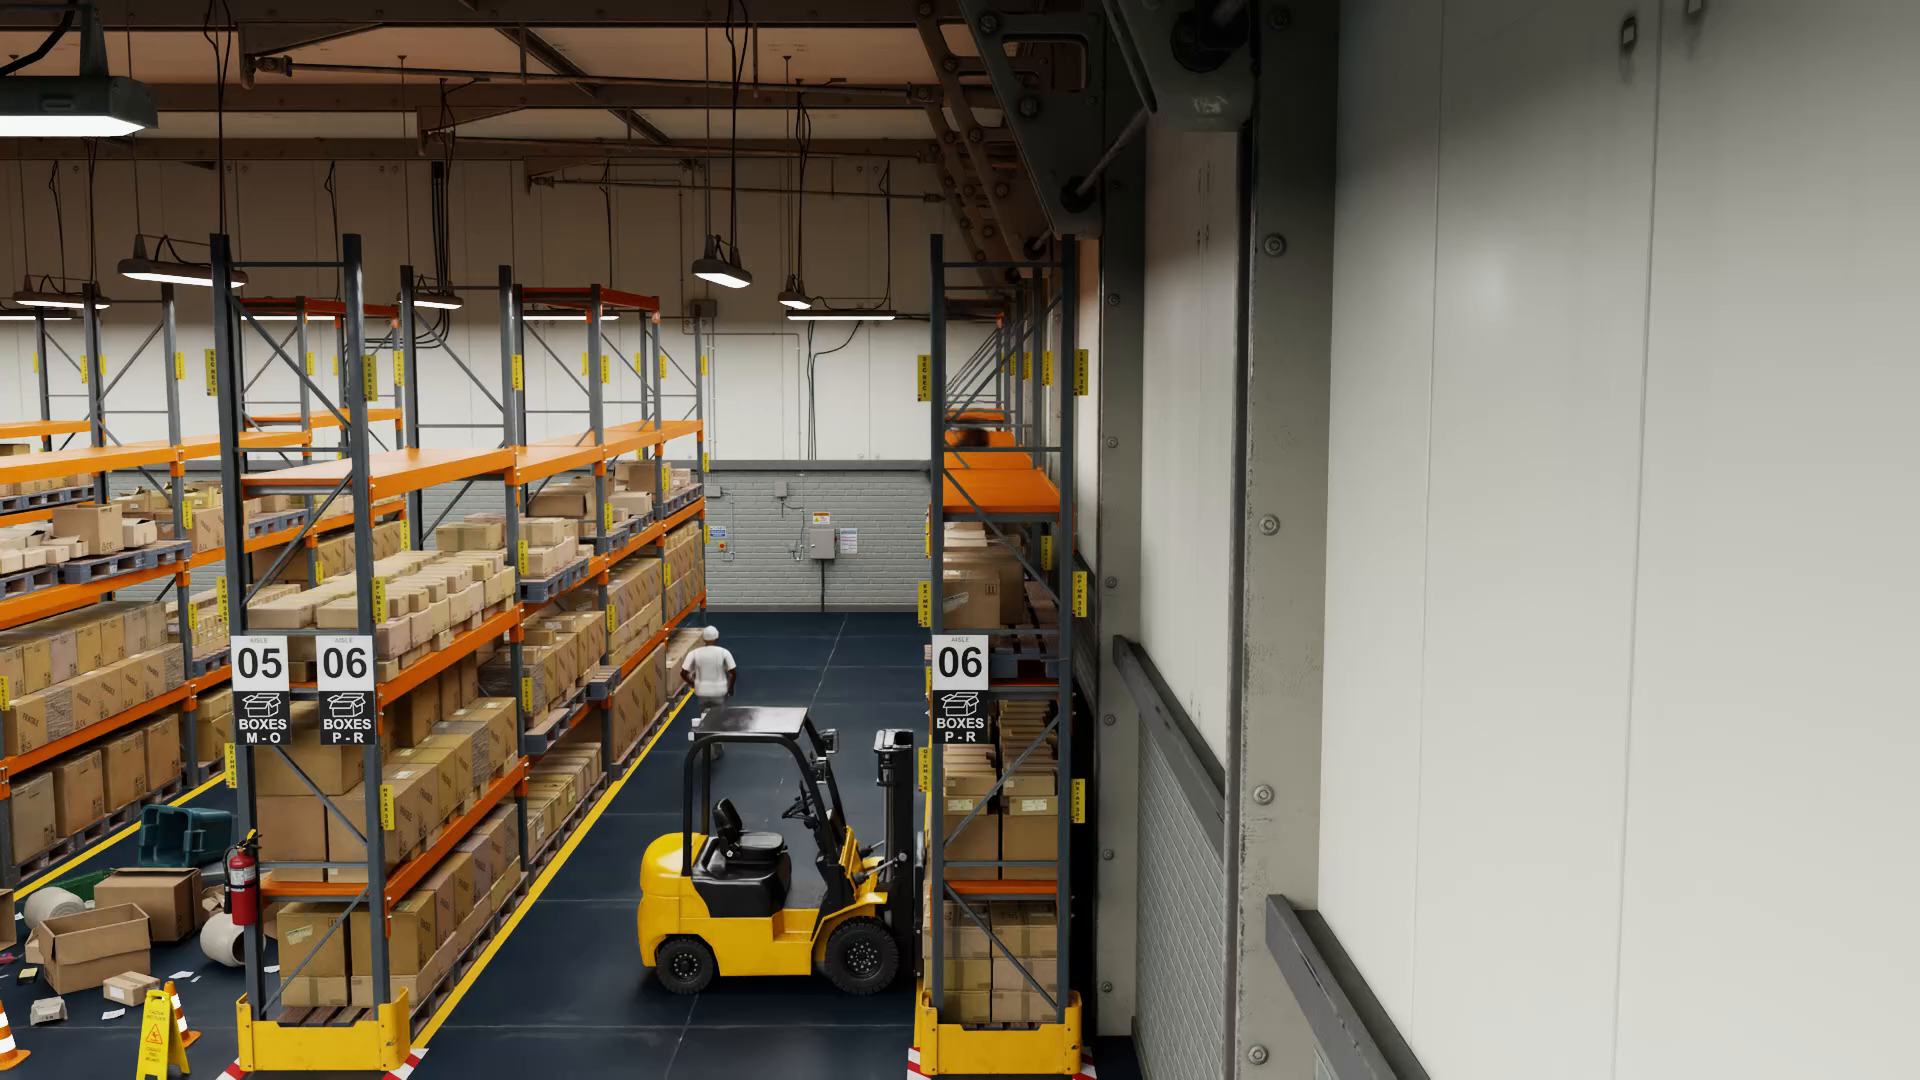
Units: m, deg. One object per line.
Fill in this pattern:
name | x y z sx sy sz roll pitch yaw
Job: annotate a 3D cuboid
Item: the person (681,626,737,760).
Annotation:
person | -3.199 1.967 21.258 0.718 1.737 0.577 0 6 -1
